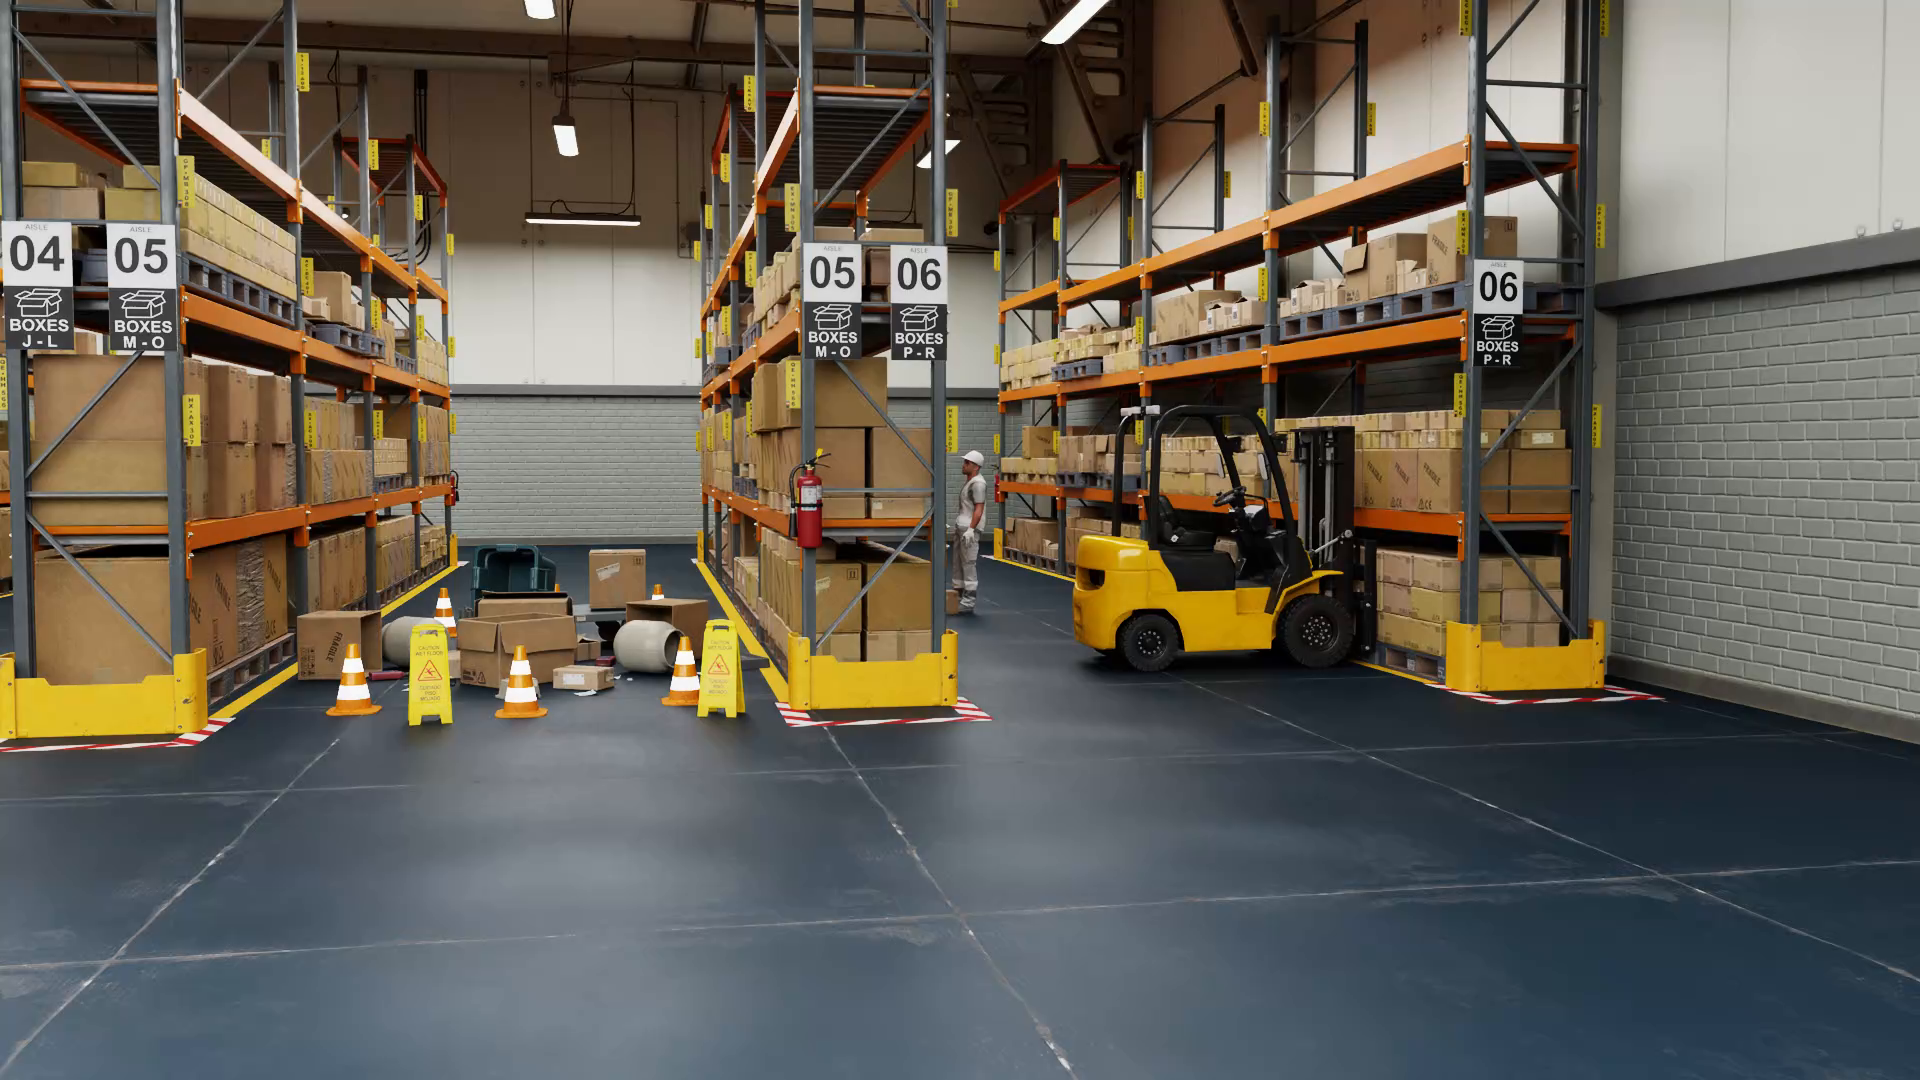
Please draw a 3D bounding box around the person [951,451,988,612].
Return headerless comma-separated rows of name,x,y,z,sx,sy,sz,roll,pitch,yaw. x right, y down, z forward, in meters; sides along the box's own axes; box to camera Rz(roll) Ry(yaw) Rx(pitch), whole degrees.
person,0.013,-0.094,18.439,0.562,1.790,0.637,-1,3,-11
